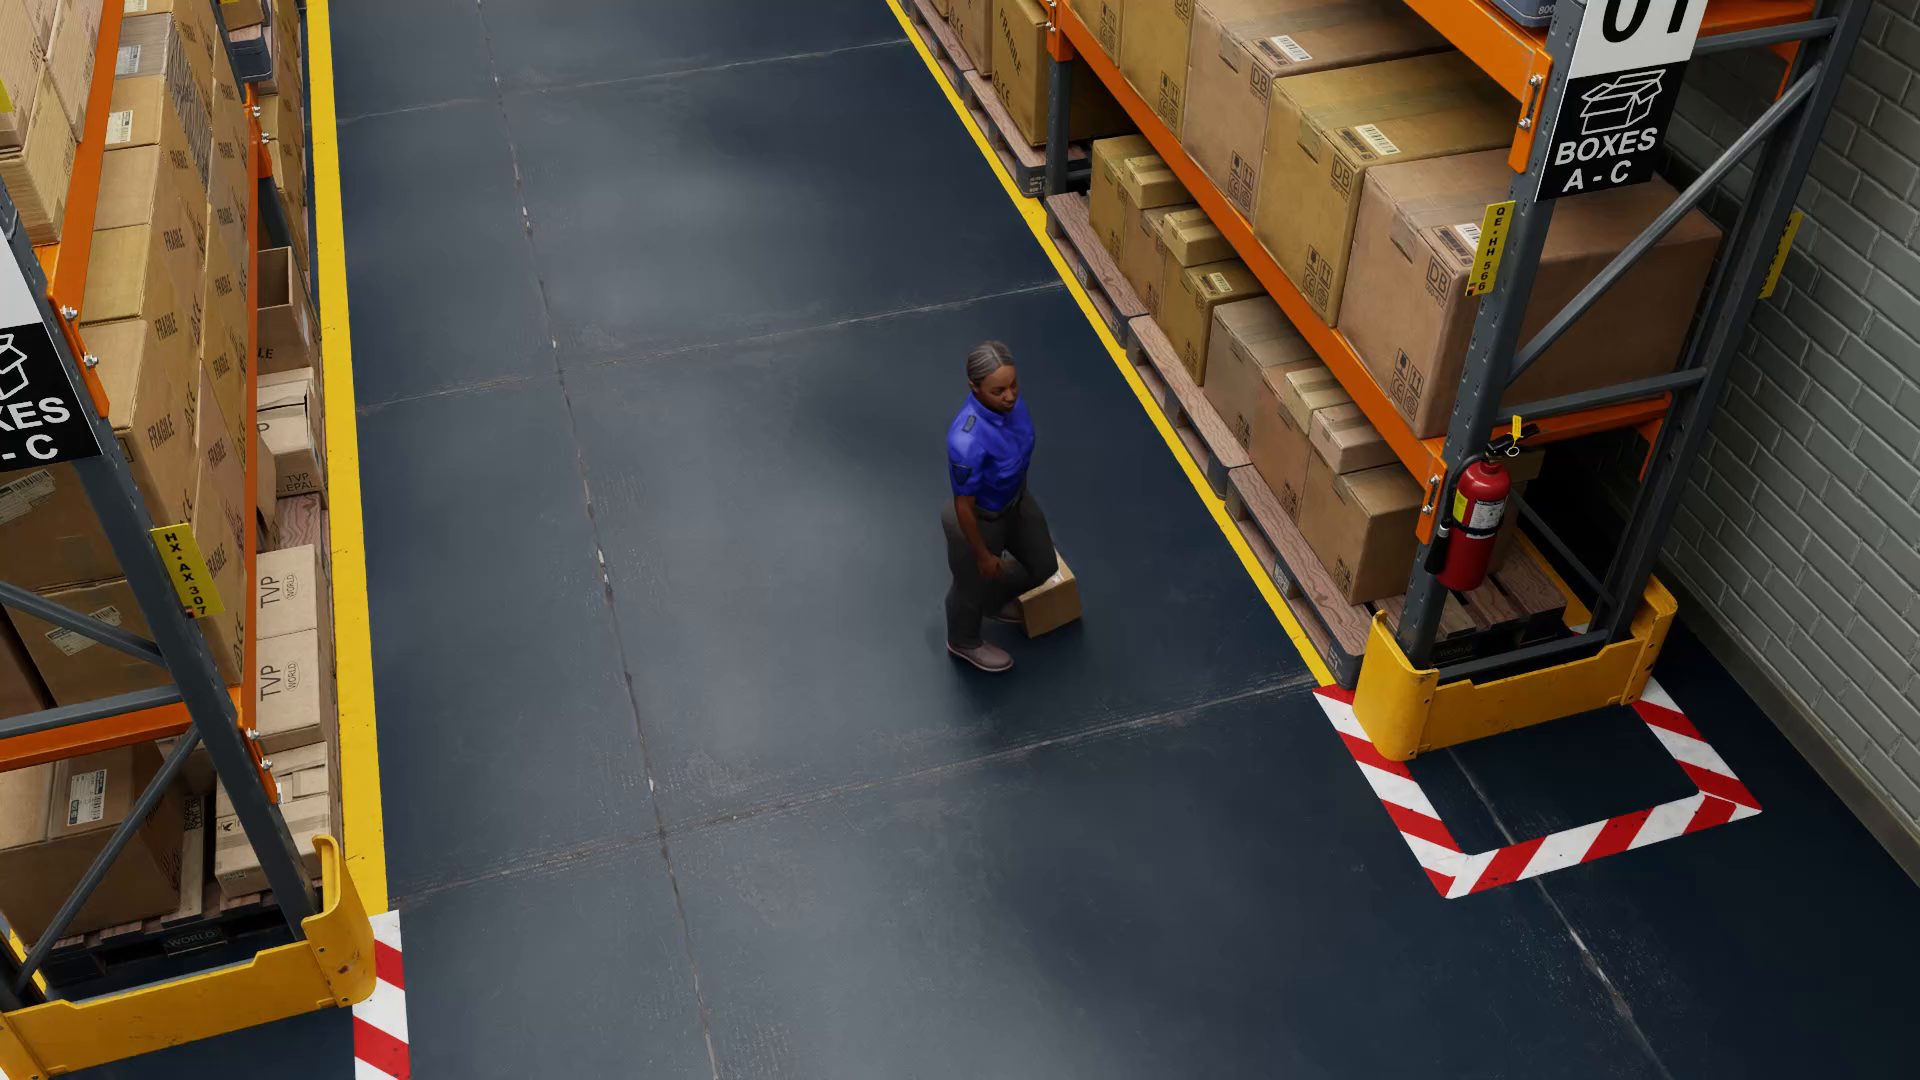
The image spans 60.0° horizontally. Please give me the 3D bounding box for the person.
[{"bbox_3d":[0.135,-0.106,6.260,0.418,1.646,0.572,21,46,21],"label":"person"}]
